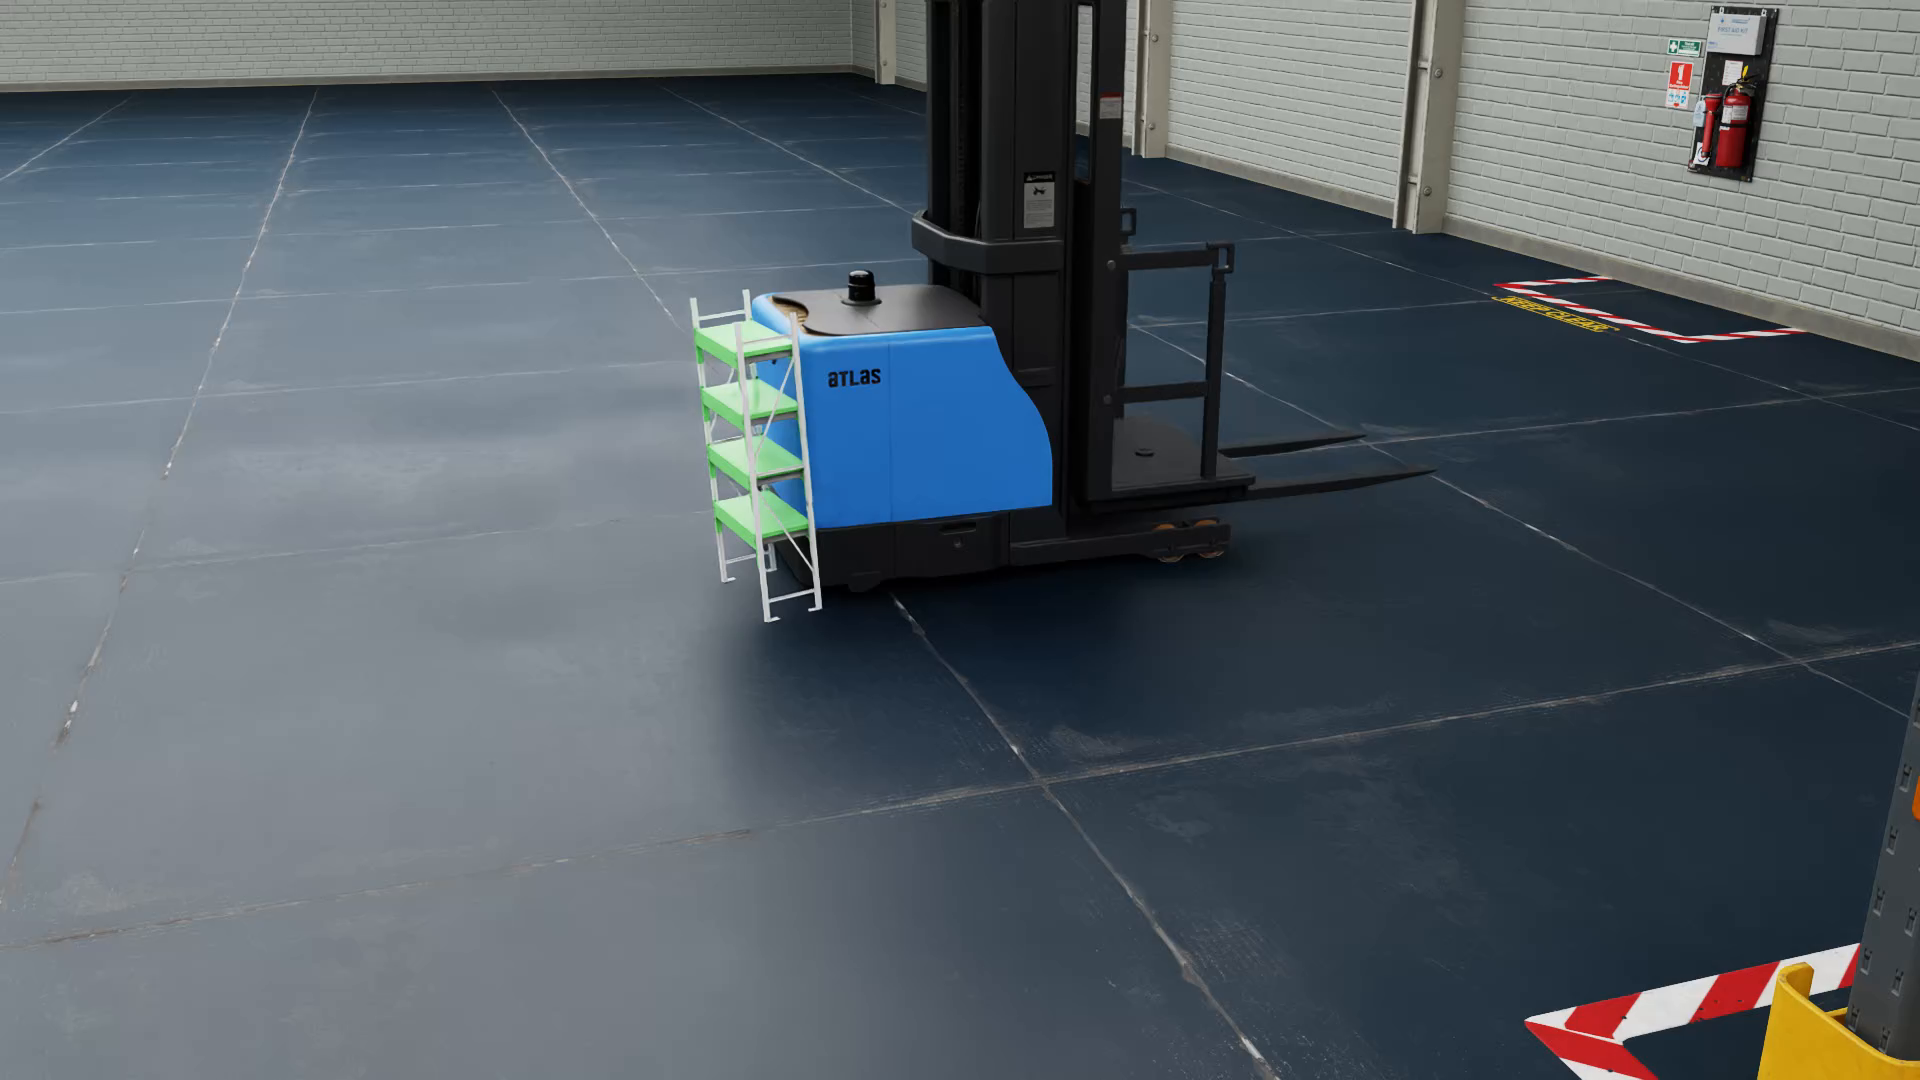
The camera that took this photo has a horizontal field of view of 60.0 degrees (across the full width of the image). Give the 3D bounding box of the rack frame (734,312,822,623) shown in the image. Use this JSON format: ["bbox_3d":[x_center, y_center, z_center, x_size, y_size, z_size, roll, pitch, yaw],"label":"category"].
[{"bbox_3d":[-0.688,-0.262,6.349,0.240,1.200,0.015,-13,23,-25],"label":"rack frame"}]

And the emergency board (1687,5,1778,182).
[{"bbox_3d":[5.398,-3.163,11.786,0.194,1.169,0.643,-6,21,-17],"label":"emergency board"}]

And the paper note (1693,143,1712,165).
[{"bbox_3d":[5.408,-2.813,12.113,0.016,0.148,0.142,-6,21,-17],"label":"paper note"}]

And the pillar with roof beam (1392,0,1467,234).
[{"bbox_3d":[0.166,-6.657,12.639,9.100,9.000,0.400,-6,21,-17],"label":"pillar with roof beam"}]

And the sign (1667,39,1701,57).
[{"bbox_3d":[5.315,-3.615,12.208,0.001,0.109,0.331,-6,21,-17],"label":"sign"}]

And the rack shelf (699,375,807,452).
[{"bbox_3d":[-0.810,-0.499,6.488,0.258,0.148,0.480,-13,23,-25],"label":"rack shelf"}]

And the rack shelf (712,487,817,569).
[{"bbox_3d":[-0.786,-0.052,6.662,0.258,0.148,0.480,-13,23,-25],"label":"rack shelf"}]

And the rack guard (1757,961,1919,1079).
[{"bbox_3d":[2.274,1.123,3.551,1.175,0.500,0.348,-6,21,-17],"label":"rack guard"}]

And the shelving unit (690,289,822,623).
[{"bbox_3d":[-0.801,-0.335,6.552,0.258,1.200,0.503,-13,23,-25],"label":"shelving unit"}]

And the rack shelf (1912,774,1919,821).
[{"bbox_3d":[2.910,0.935,1.441,1.077,0.370,4.000,-6,21,-17],"label":"rack shelf"}]

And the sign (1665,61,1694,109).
[{"bbox_3d":[5.322,-3.368,12.304,0.001,0.329,0.234,-6,21,-17],"label":"sign"}]

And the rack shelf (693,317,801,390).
[{"bbox_3d":[-0.823,-0.722,6.402,0.258,0.148,0.480,-13,23,-25],"label":"rack shelf"}]

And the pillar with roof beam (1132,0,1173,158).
[{"bbox_3d":[-1.720,-8.583,18.000,9.100,9.000,0.400,-6,21,-17],"label":"pillar with roof beam"}]

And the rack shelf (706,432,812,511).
[{"bbox_3d":[-0.798,-0.275,6.575,0.258,0.148,0.480,-13,23,-25],"label":"rack shelf"}]

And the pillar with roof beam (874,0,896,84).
[{"bbox_3d":[-5.492,-12.434,28.721,9.100,9.000,0.400,-6,21,-17],"label":"pillar with roof beam"}]

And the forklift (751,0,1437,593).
[{"bbox_3d":[0.655,-1.442,7.095,3.031,2.935,1.130,-6,21,-17],"label":"forklift"}]

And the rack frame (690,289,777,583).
[{"bbox_3d":[-0.914,-0.408,6.756,0.240,1.200,0.015,-13,23,-25],"label":"rack frame"}]
